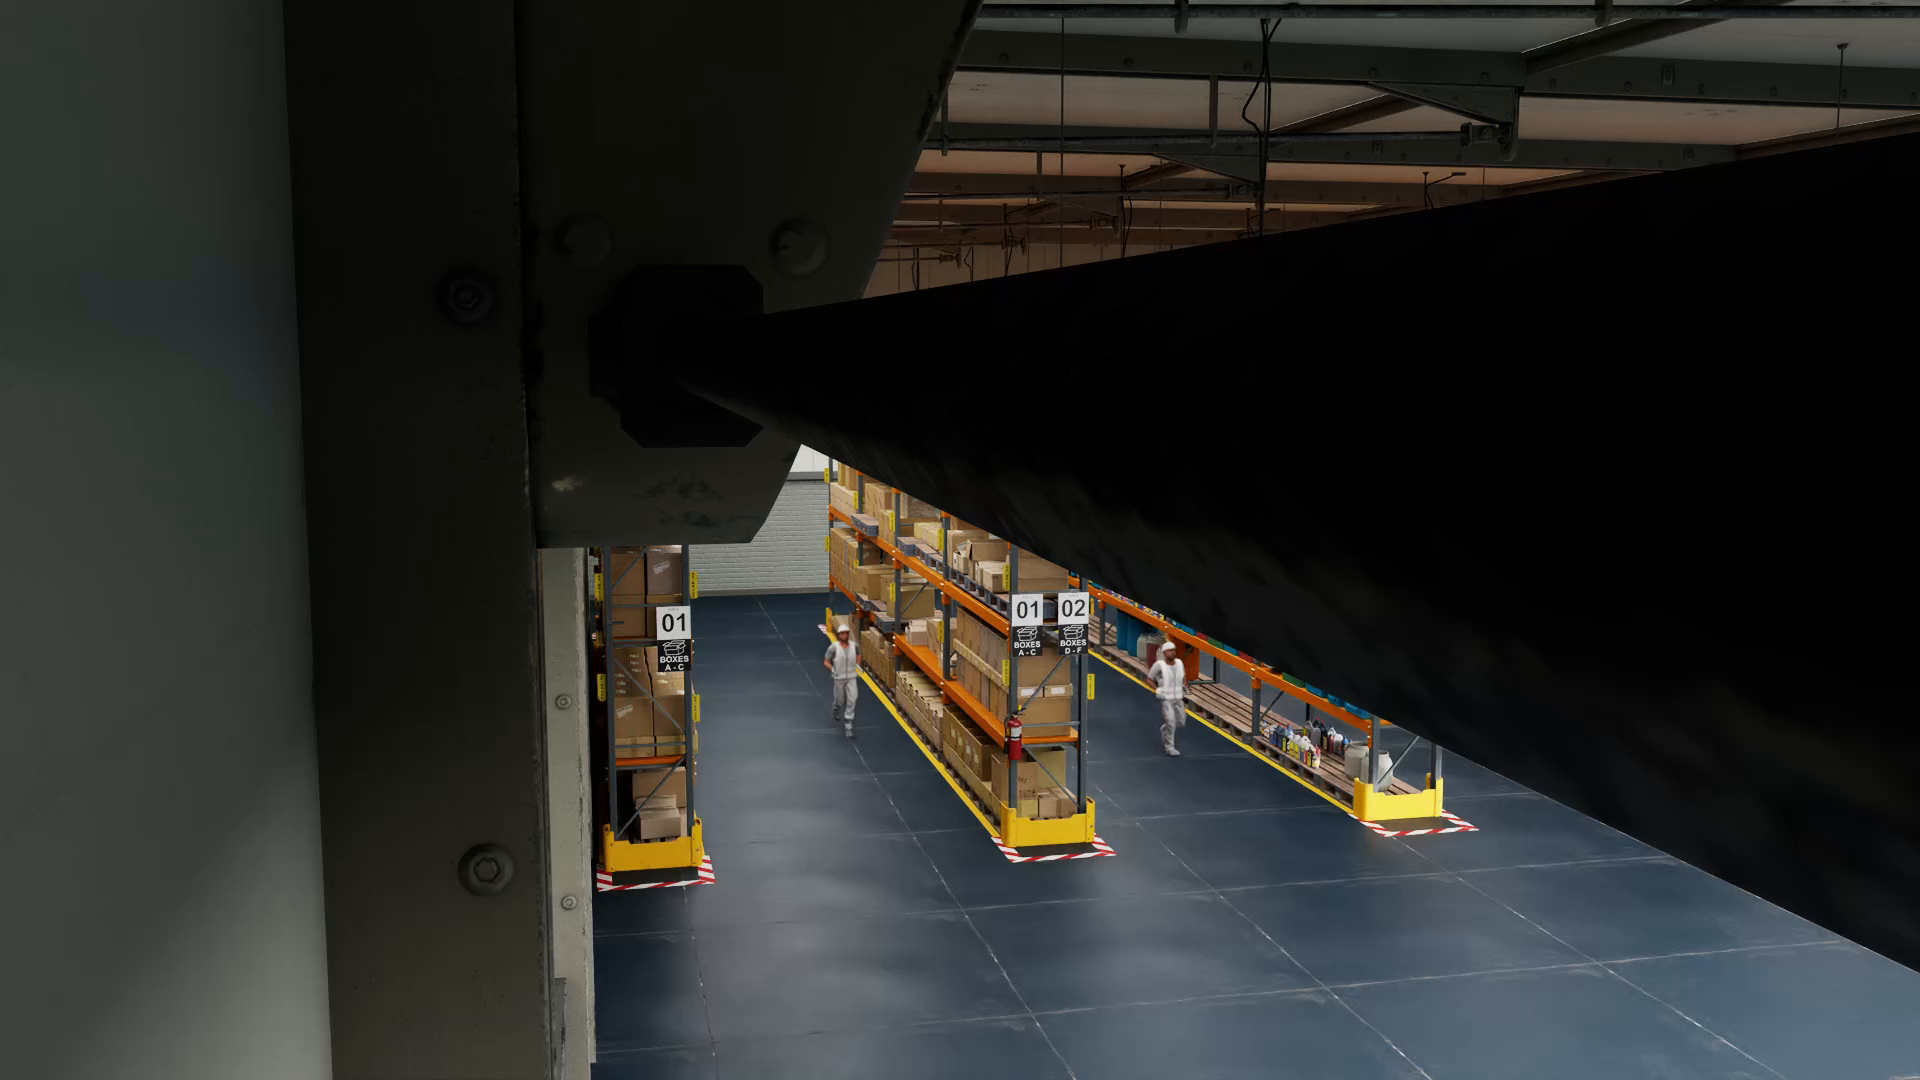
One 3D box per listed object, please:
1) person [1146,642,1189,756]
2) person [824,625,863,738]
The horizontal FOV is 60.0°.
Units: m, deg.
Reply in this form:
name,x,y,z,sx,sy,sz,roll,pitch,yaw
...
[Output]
name,x,y,z,sx,sy,sz,roll,pitch,yaw
person,3.205,2.427,25.615,0.685,1.735,0.667,-3,7,-24
person,-1.876,2.254,26.984,0.656,1.783,0.899,-2,7,-18
